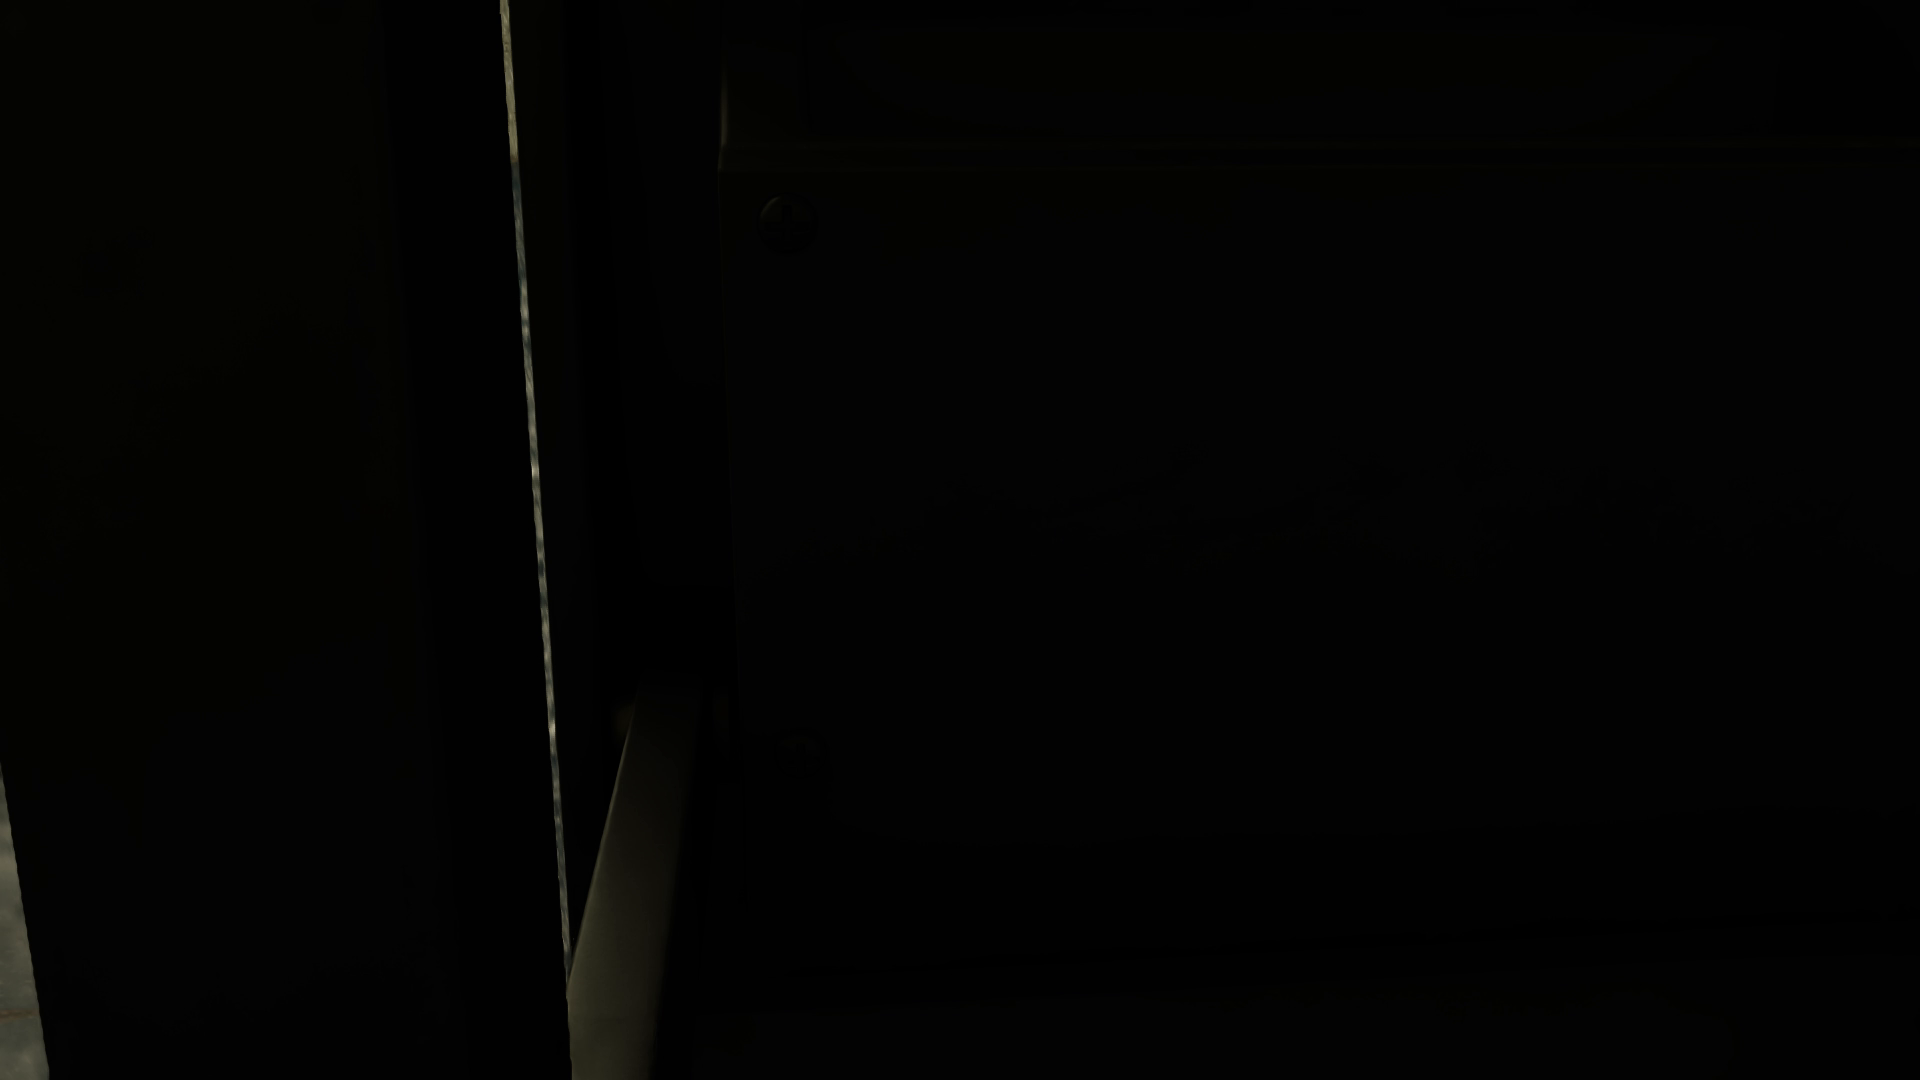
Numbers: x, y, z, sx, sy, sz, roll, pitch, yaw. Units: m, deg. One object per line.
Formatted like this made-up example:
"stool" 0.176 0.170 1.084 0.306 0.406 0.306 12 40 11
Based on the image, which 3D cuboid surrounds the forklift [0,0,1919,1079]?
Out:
"forklift" 0.400 -0.570 0.335 1.130 2.935 3.031 -2 15 -6
